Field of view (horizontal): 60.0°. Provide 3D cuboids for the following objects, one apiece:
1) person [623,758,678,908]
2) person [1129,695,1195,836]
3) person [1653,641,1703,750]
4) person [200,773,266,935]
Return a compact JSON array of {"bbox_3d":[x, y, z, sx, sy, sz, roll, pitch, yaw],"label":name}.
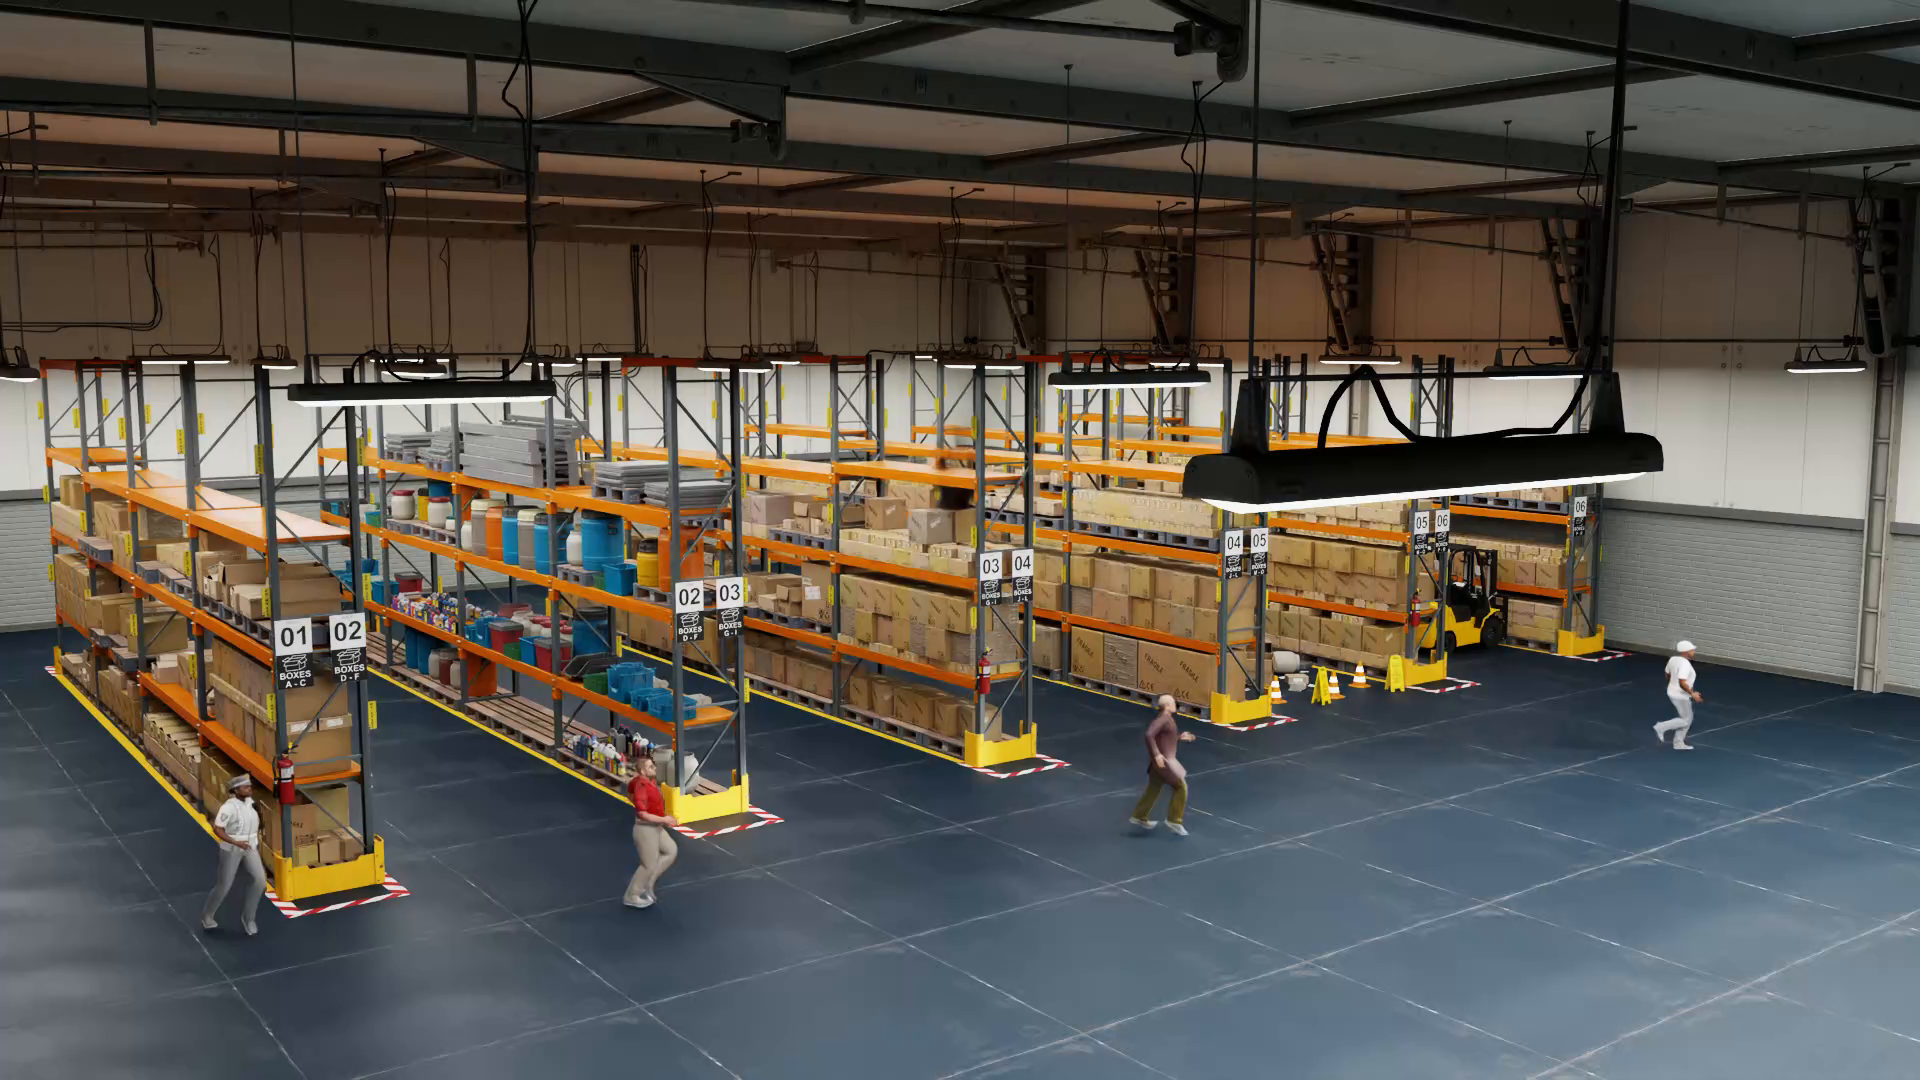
[{"bbox_3d":[-3.469,3.263,18.621,0.629,1.703,0.665,-1,7,-7],"label":"person"},{"bbox_3d":[2.607,2.894,21.389,0.859,1.838,0.685,-1,7,-5],"label":"person"},{"bbox_3d":[11.050,2.403,25.715,0.653,1.716,0.689,1,7,6],"label":"person"},{"bbox_3d":[-7.793,3.369,17.950,0.686,1.714,0.661,3,8,26],"label":"person"}]
